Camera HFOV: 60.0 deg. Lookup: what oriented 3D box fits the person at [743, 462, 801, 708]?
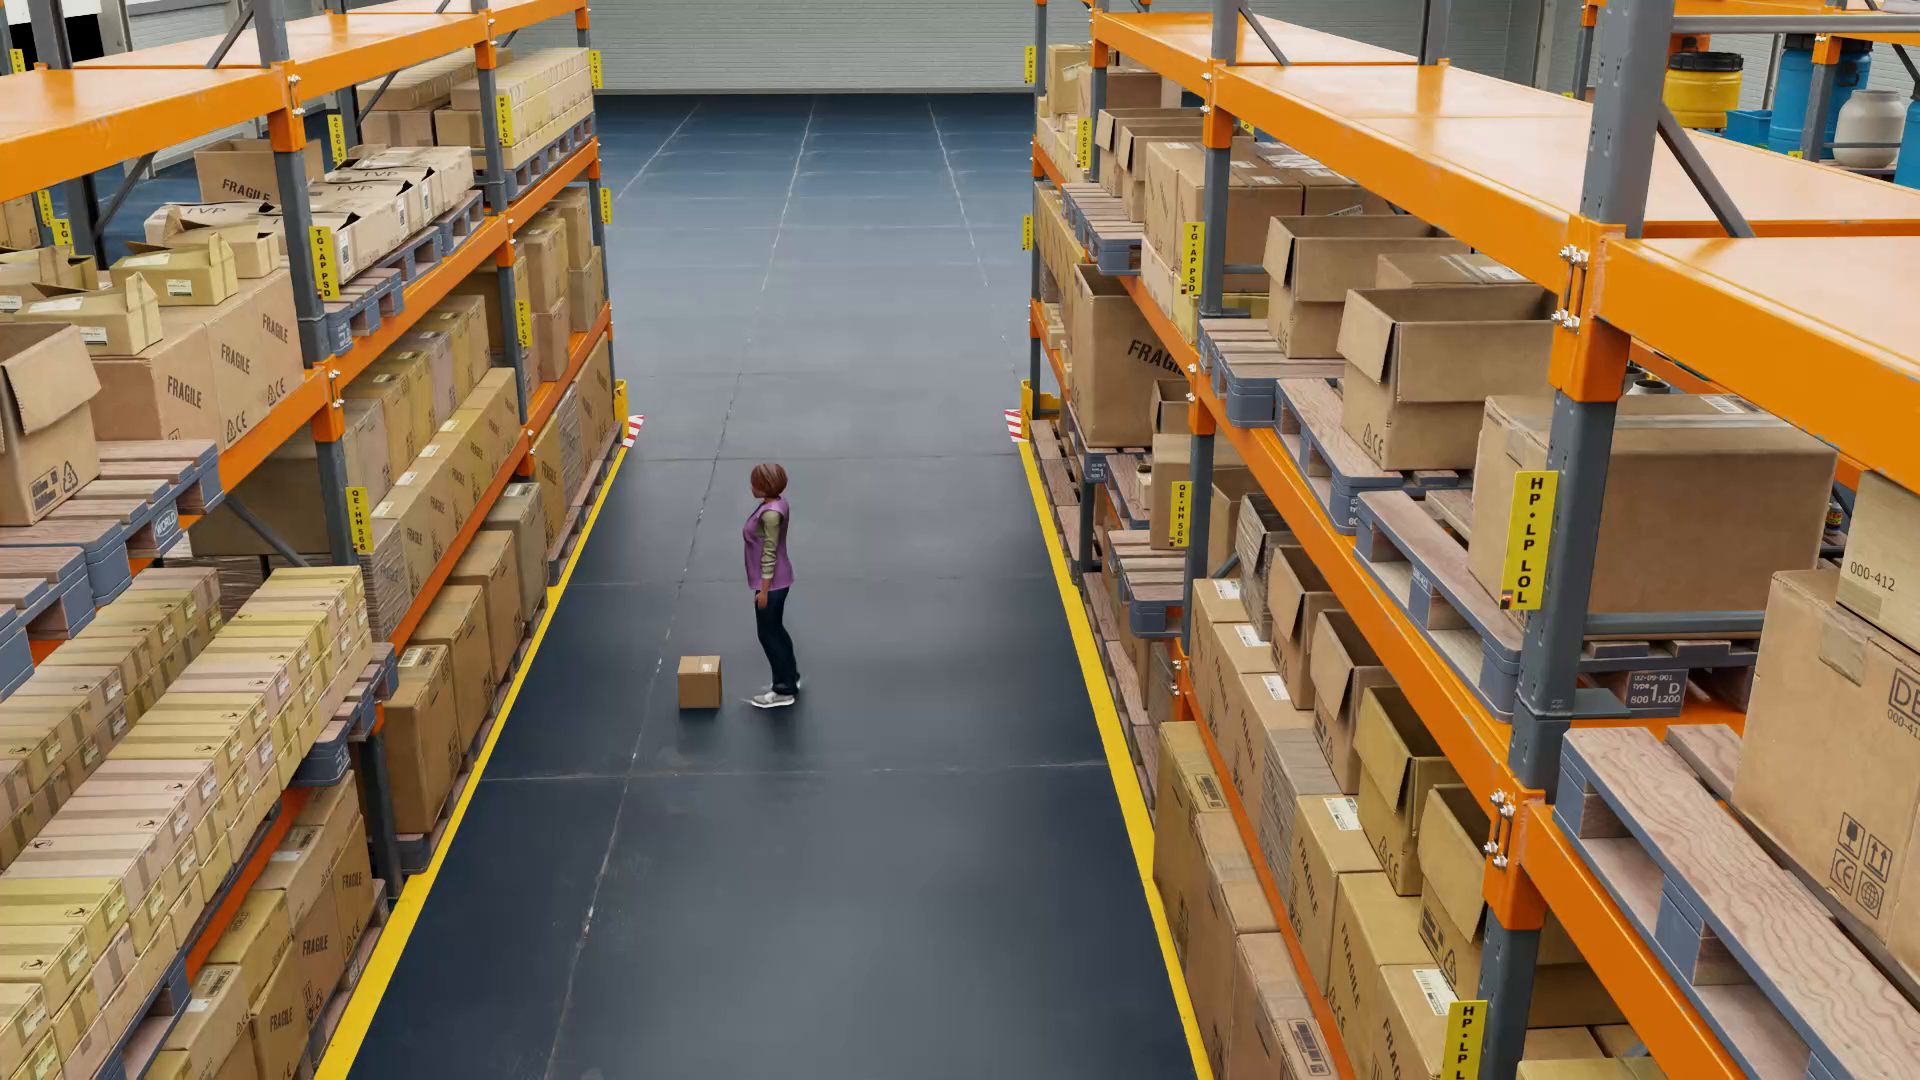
[{"bbox_3d":[-1.177,0.288,10.370,0.312,1.621,0.406,-1,21,-2],"label":"person"}]
